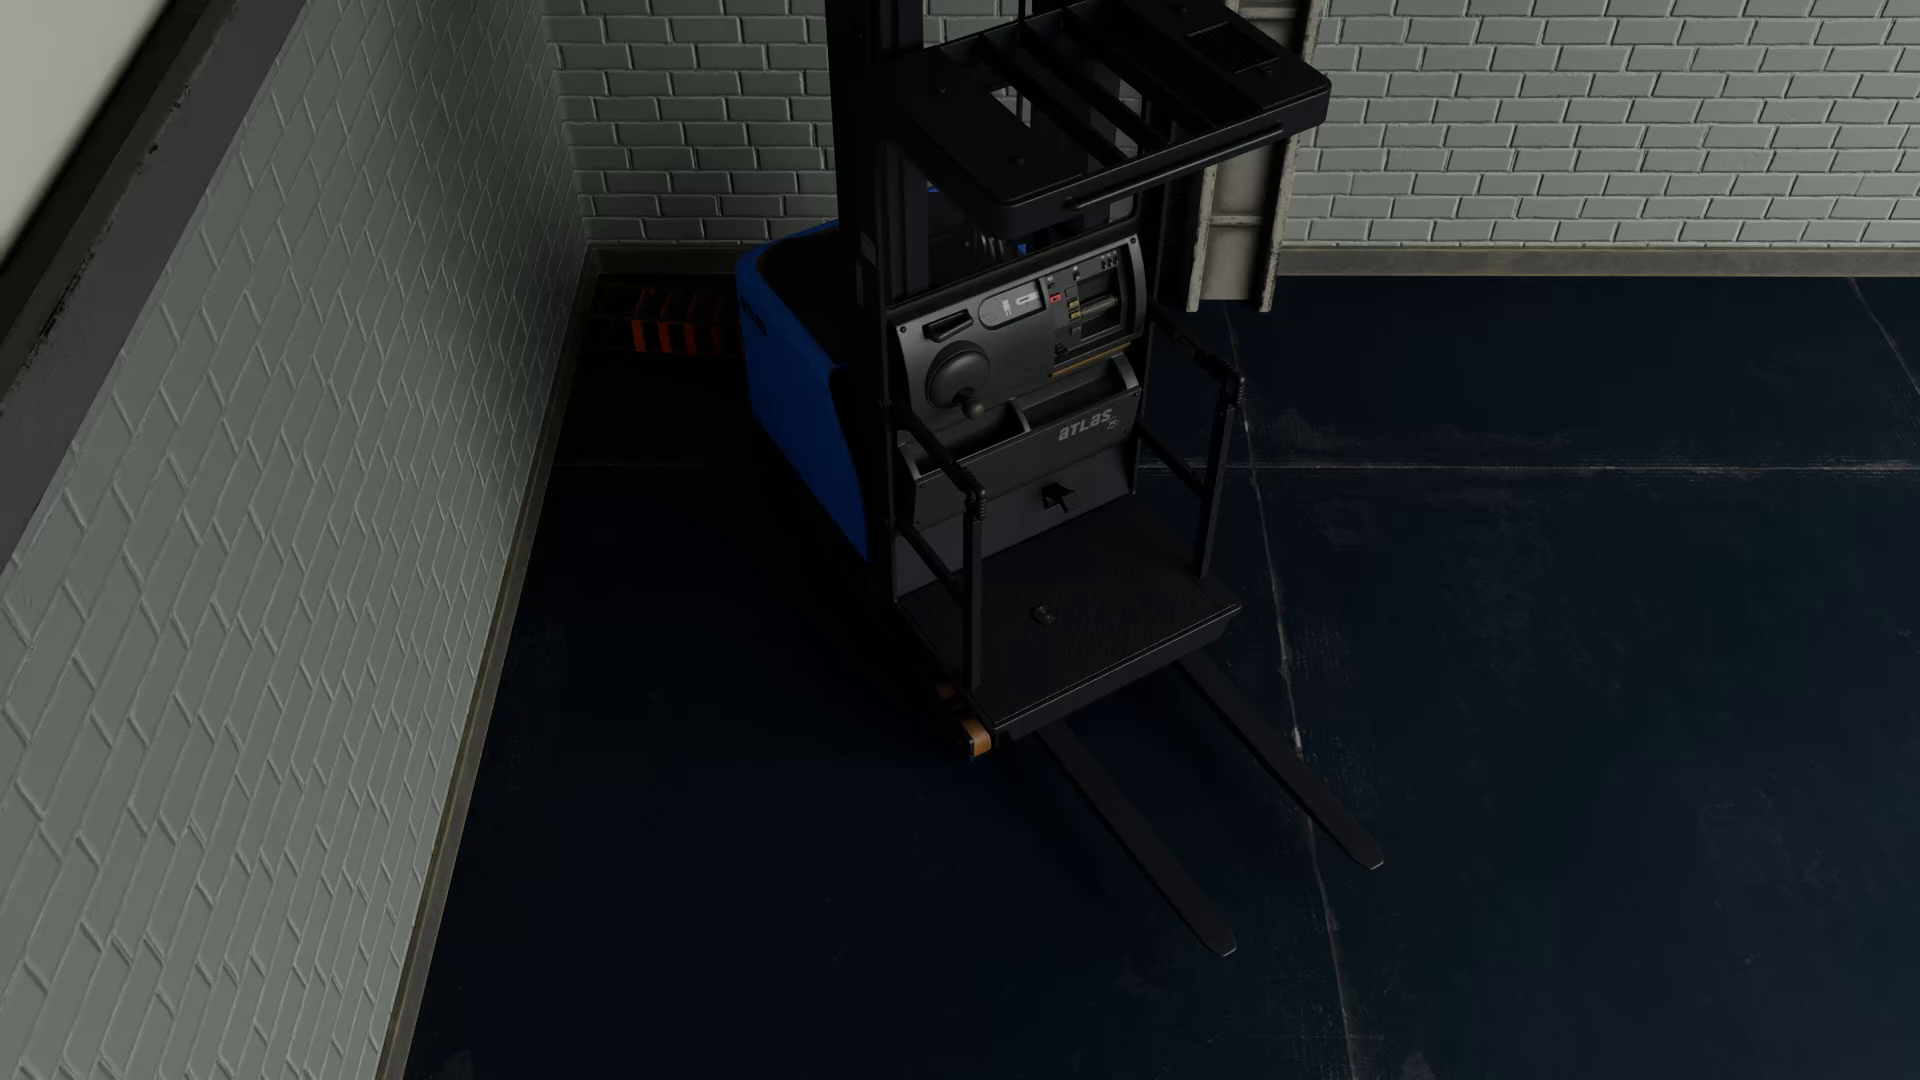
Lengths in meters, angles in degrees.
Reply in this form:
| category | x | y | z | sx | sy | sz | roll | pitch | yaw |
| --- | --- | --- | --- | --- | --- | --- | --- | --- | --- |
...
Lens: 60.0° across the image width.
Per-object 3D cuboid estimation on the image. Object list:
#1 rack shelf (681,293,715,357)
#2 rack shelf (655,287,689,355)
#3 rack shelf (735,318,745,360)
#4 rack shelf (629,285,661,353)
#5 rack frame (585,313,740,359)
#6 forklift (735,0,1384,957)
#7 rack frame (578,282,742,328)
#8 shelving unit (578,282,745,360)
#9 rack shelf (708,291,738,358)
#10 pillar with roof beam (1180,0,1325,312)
| category | x | y | z | sx | sy | sz | roll | pitch | yaw |
| --- | --- | --- | --- | --- | --- | --- | --- | --- | --- |
| rack shelf | -1.172 | -0.984 | 7.533 | 0.103 | 0.180 | 0.258 | 5 | 47 | 5 |
| rack shelf | -1.291 | -0.994 | 7.543 | 0.103 | 0.180 | 0.258 | 5 | 47 | 5 |
| rack shelf | -0.934 | -0.964 | 7.512 | 0.103 | 0.180 | 0.258 | 5 | 47 | 5 |
| rack shelf | -1.410 | -1.004 | 7.553 | 0.103 | 0.180 | 0.258 | 5 | 47 | 5 |
| rack frame | -1.096 | -0.915 | 7.593 | 1.200 | 0.006 | 0.240 | 5 | 47 | 5 |
| forklift | 0.323 | -0.609 | 5.315 | 1.130 | 2.935 | 3.031 | -24 | 52 | -21 |
| rack frame | -1.097 | -1.040 | 7.459 | 1.200 | 0.006 | 0.240 | 5 | 47 | 5 |
| shelving unit | -1.097 | -0.978 | 7.526 | 1.200 | 0.189 | 0.258 | 5 | 47 | 5 |
| rack shelf | -1.053 | -0.974 | 7.522 | 0.103 | 0.180 | 0.258 | 5 | 47 | 5 |
| pillar with roof beam | 1.231 | -1.091 | 1.617 | 0.400 | 9.000 | 9.100 | 0 | 47 | 0 |
